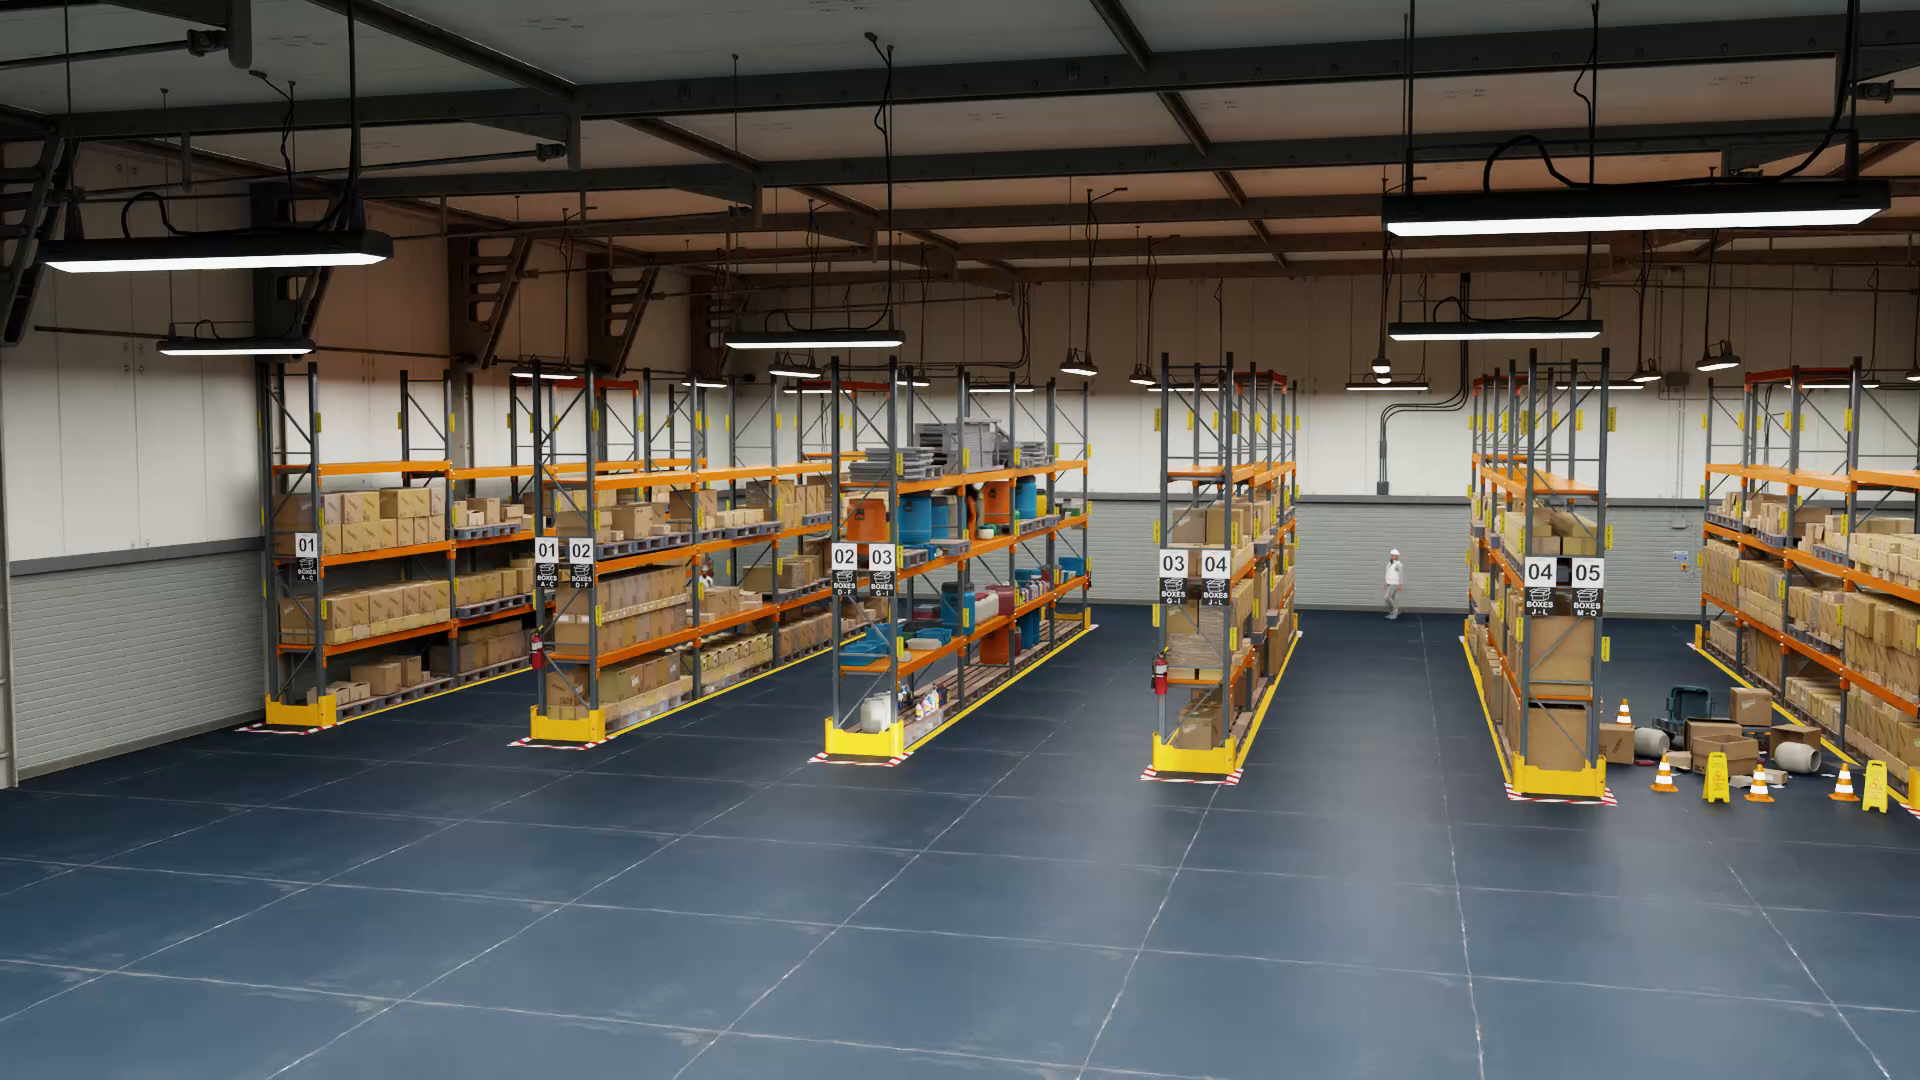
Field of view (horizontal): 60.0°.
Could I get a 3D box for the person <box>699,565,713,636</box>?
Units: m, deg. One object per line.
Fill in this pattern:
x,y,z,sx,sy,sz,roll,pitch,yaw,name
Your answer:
-6.031,1.418,39.285,0.448,1.648,0.926,1,4,19,person

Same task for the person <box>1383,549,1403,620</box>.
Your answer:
10.999,1.138,42.371,0.471,1.804,0.528,0,4,-6,person
